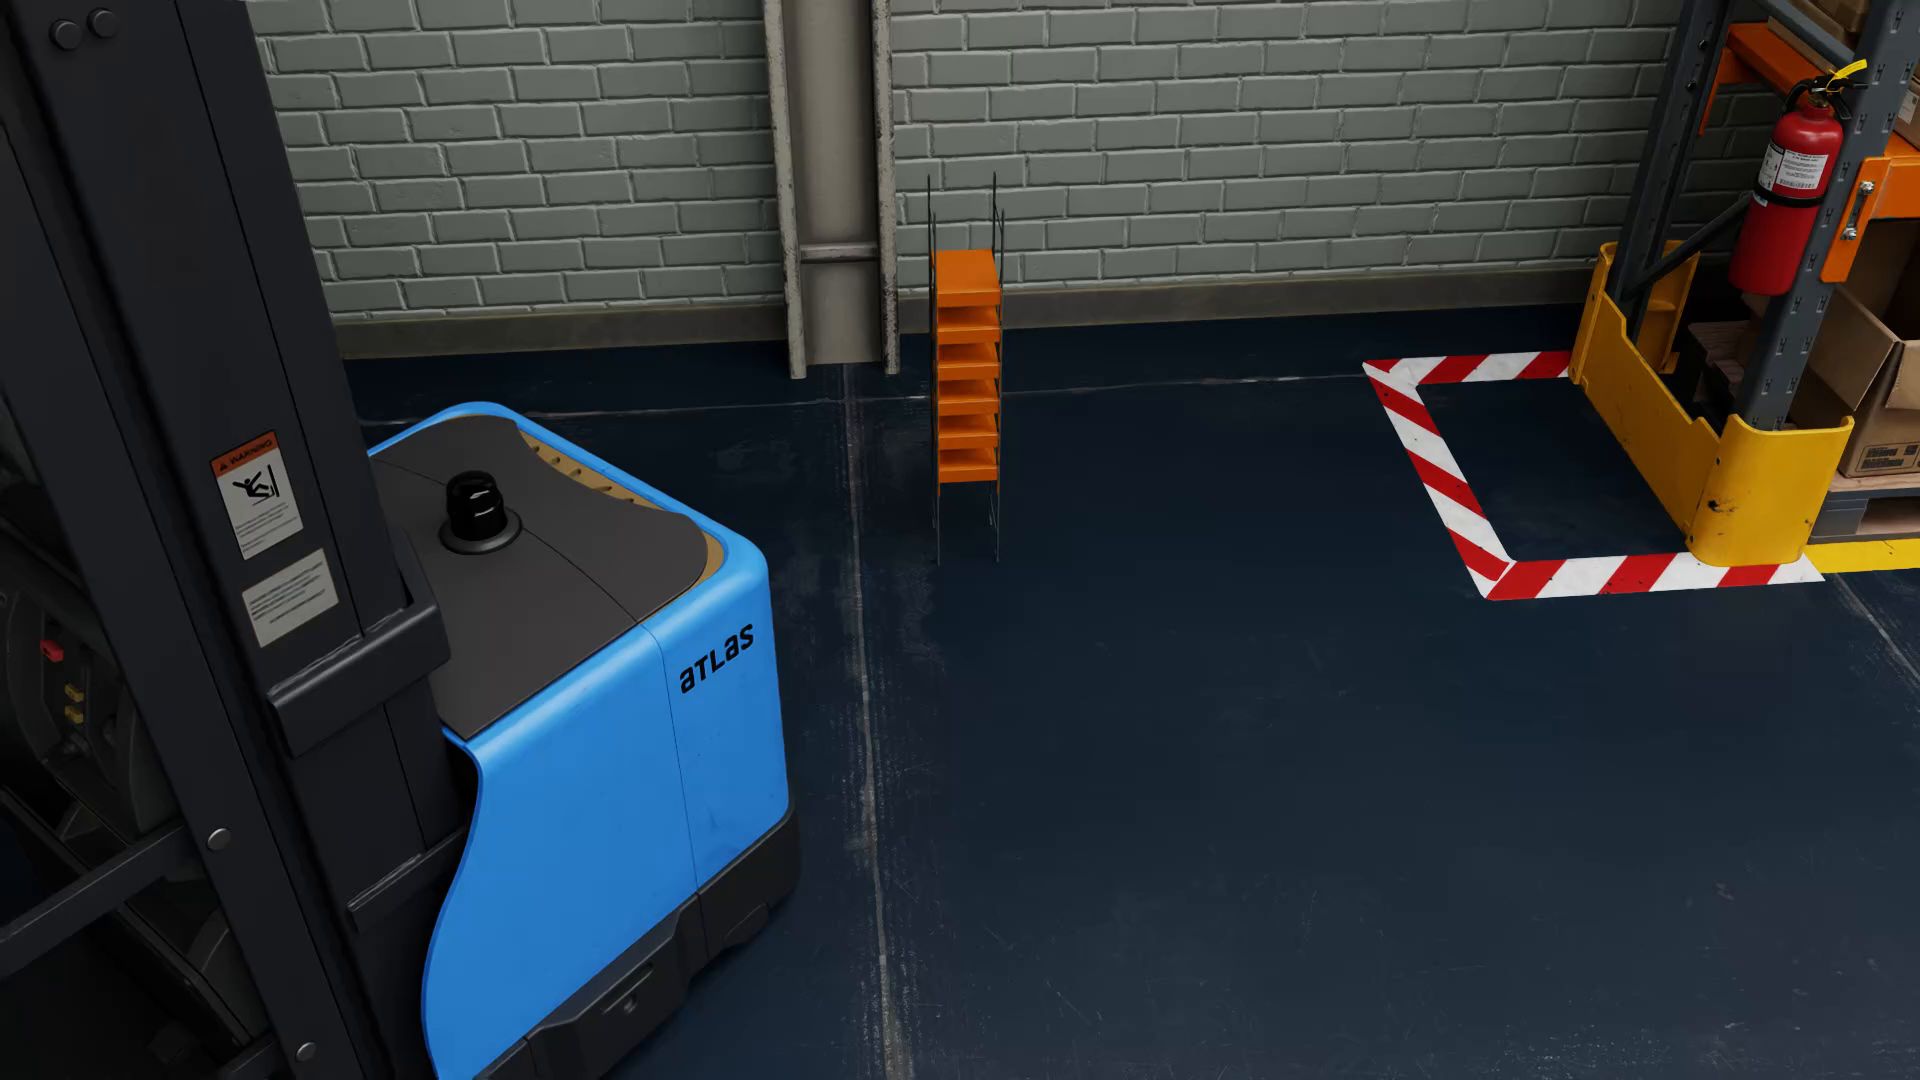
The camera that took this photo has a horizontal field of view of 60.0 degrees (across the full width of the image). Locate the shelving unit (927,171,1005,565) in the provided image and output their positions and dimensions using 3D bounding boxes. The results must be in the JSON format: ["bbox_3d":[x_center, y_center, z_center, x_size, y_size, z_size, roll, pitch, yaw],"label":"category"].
[{"bbox_3d":[0.014,-0.472,4.879,0.189,1.200,0.258,-3,38,-4],"label":"shelving unit"}]

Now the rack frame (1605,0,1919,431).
[{"bbox_3d":[2.338,-1.456,4.673,0.127,3.000,1.000,-3,38,-4],"label":"rack frame"}]

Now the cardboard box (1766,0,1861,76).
[{"bbox_3d":[2.644,-1.541,4.984,0.250,0.149,0.380,-4,38,-4],"label":"cardboard box"}]

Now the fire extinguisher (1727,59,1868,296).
[{"bbox_3d":[2.232,-0.986,4.441,0.183,0.674,0.296,-3,38,-4],"label":"fire extinguisher"}]

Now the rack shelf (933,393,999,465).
[{"bbox_3d":[0.014,-0.343,4.981,0.180,0.103,0.258,-3,38,-4],"label":"rack shelf"}]

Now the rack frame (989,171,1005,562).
[{"bbox_3d":[0.106,-0.477,4.886,0.006,1.200,0.240,-3,38,-4],"label":"rack frame"}]

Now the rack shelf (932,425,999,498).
[{"bbox_3d":[0.014,-0.249,5.056,0.180,0.103,0.258,-3,38,-4],"label":"rack shelf"}]

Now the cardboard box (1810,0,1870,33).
[{"bbox_3d":[2.772,-1.702,4.867,0.500,0.250,0.500,-2,38,-3],"label":"cardboard box"}]

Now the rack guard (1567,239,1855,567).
[{"bbox_3d":[2.413,-0.478,5.453,0.348,0.500,1.175,-3,38,-4],"label":"rack guard"}]

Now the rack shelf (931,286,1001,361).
[{"bbox_3d":[0.014,-0.625,4.758,0.180,0.103,0.258,-3,38,-4],"label":"rack shelf"}]

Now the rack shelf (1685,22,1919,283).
[{"bbox_3d":[4.330,-1.283,5.035,4.000,0.370,1.077,-3,38,-4],"label":"rack shelf"}]

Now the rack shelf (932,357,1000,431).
[{"bbox_3d":[0.014,-0.437,4.907,0.180,0.103,0.258,-3,38,-4],"label":"rack shelf"}]

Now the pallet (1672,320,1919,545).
[{"bbox_3d":[3.207,-0.409,5.599,1.213,0.211,1.003,-3,38,-4],"label":"pallet"}]

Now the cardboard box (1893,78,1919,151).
[{"bbox_3d":[2.689,-1.206,4.559,0.250,0.149,0.380,-3,38,-4],"label":"cardboard box"}]

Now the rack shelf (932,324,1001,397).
[{"bbox_3d":[0.014,-0.531,4.833,0.180,0.103,0.258,-3,38,-4],"label":"rack shelf"}]

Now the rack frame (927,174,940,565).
[{"bbox_3d":[-0.077,-0.467,4.873,0.006,1.200,0.240,-3,38,-4],"label":"rack frame"}]

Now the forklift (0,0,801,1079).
[{"bbox_3d":[-1.710,0.233,2.588,1.130,2.935,3.031,27,45,30],"label":"forklift"}]

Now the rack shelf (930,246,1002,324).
[{"bbox_3d":[0.014,-0.720,4.684,0.180,0.103,0.258,-3,38,-4],"label":"rack shelf"}]

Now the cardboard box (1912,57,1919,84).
[{"bbox_3d":[2.813,-1.372,4.448,0.500,0.250,0.500,-3,38,-4],"label":"cardboard box"}]

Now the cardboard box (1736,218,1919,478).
[{"bbox_3d":[2.955,-0.616,5.285,0.637,0.503,0.797,-5,39,-6],"label":"cardboard box"}]
